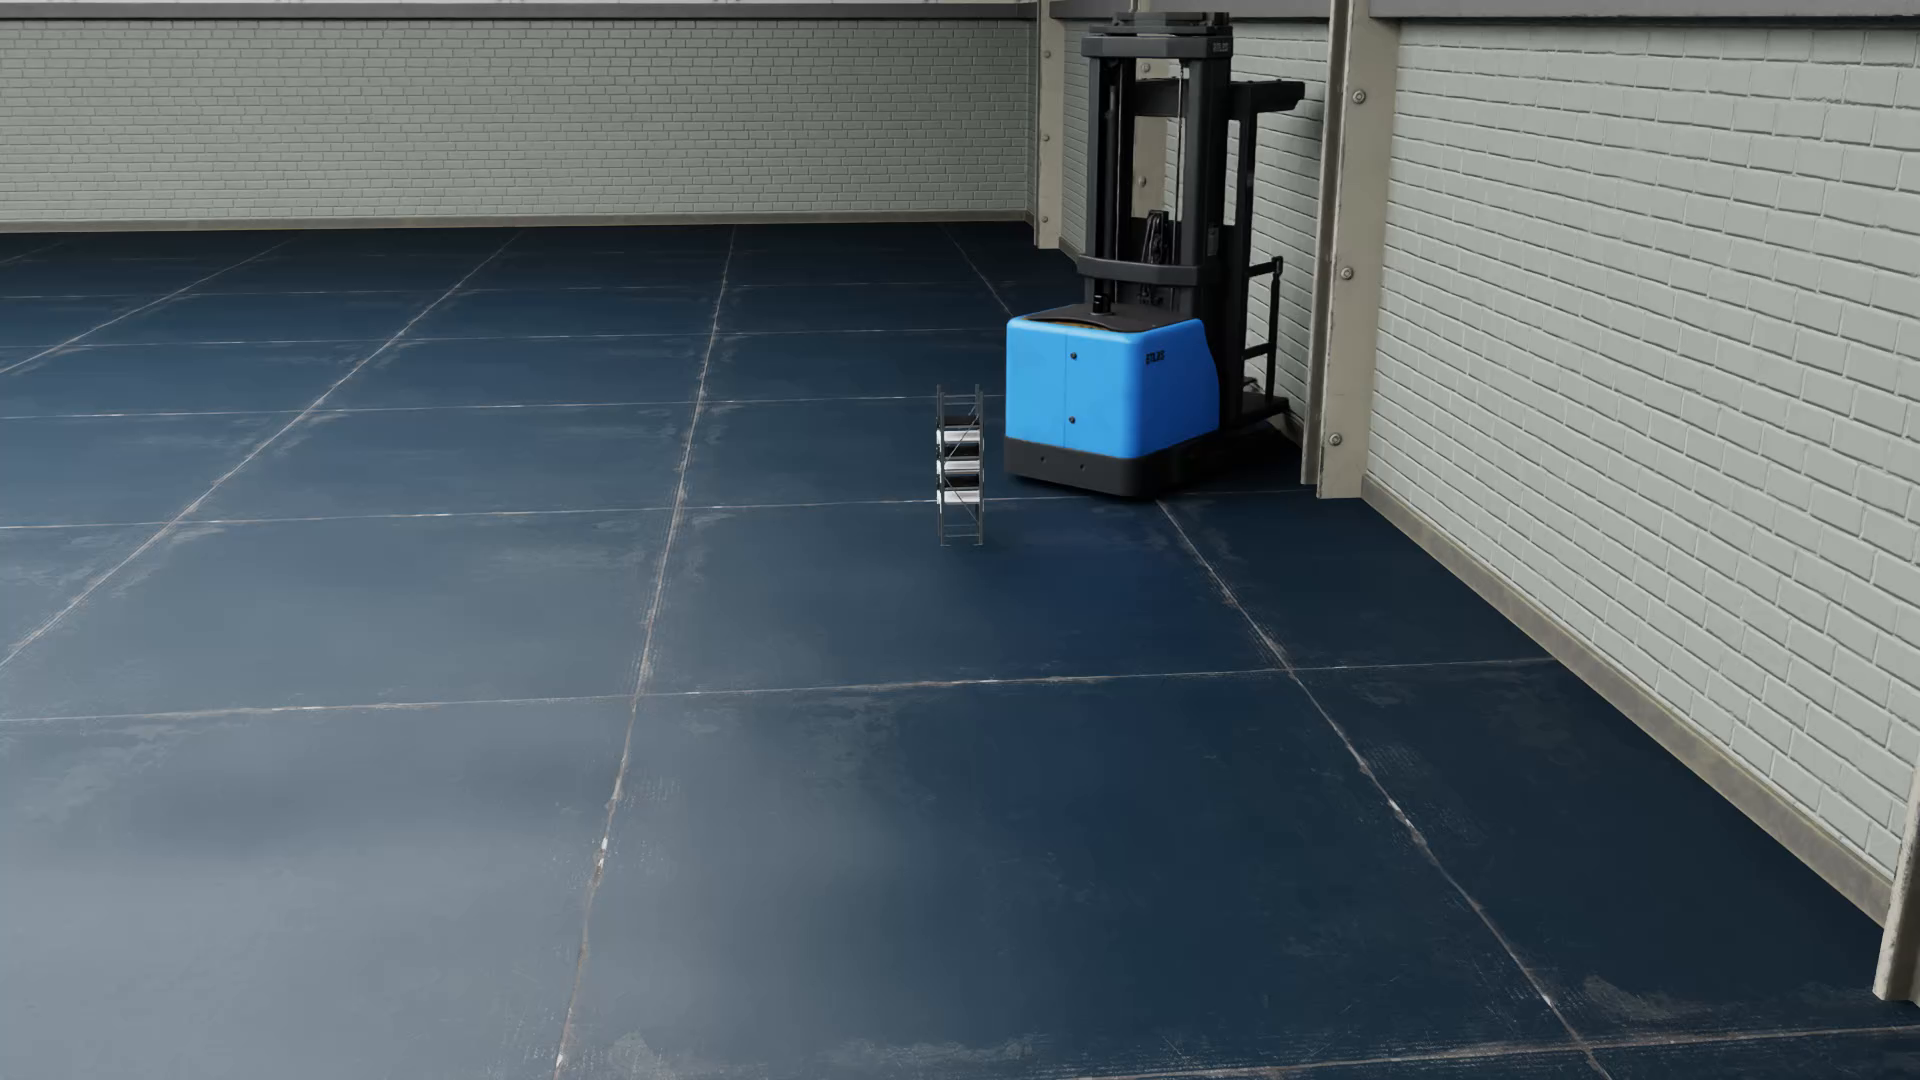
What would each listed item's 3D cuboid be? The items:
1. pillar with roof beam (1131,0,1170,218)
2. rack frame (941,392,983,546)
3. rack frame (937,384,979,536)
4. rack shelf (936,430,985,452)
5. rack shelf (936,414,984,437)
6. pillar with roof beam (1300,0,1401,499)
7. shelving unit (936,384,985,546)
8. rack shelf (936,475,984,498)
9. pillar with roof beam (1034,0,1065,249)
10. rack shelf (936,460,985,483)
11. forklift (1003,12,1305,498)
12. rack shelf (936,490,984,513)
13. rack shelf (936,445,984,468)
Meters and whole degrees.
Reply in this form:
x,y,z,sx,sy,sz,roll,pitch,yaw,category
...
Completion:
x,y,z,sx,sy,sz,roll,pitch,yaw,category
-2.499,-6.274,14.639,9.100,9.000,0.400,-2,18,-6,pillar with roof beam
0.011,-0.397,9.438,0.240,0.900,0.006,-2,18,-6,rack frame
-0.010,-0.457,9.631,0.240,0.900,0.006,-2,18,-6,rack frame
0.001,-0.567,9.491,0.258,0.077,0.200,-2,18,-6,rack shelf
0.001,-0.653,9.464,0.258,0.077,0.200,-2,18,-6,rack shelf
-1.881,-4.487,8.945,9.100,9.000,0.400,-2,18,-6,pillar with roof beam
0.001,-0.427,9.535,0.258,0.900,0.210,-2,18,-6,shelving unit
0.001,-0.309,9.572,0.258,0.077,0.200,-2,18,-6,rack shelf
-3.118,-8.062,20.333,9.100,9.000,0.400,-2,18,-6,pillar with roof beam
0.001,-0.395,9.545,0.258,0.077,0.200,-2,18,-6,rack shelf
1.589,-2.039,11.278,1.130,2.935,3.031,13,22,36,forklift
0.001,-0.223,9.598,0.258,0.077,0.200,-2,18,-6,rack shelf
0.001,-0.481,9.518,0.258,0.077,0.200,-2,18,-6,rack shelf
